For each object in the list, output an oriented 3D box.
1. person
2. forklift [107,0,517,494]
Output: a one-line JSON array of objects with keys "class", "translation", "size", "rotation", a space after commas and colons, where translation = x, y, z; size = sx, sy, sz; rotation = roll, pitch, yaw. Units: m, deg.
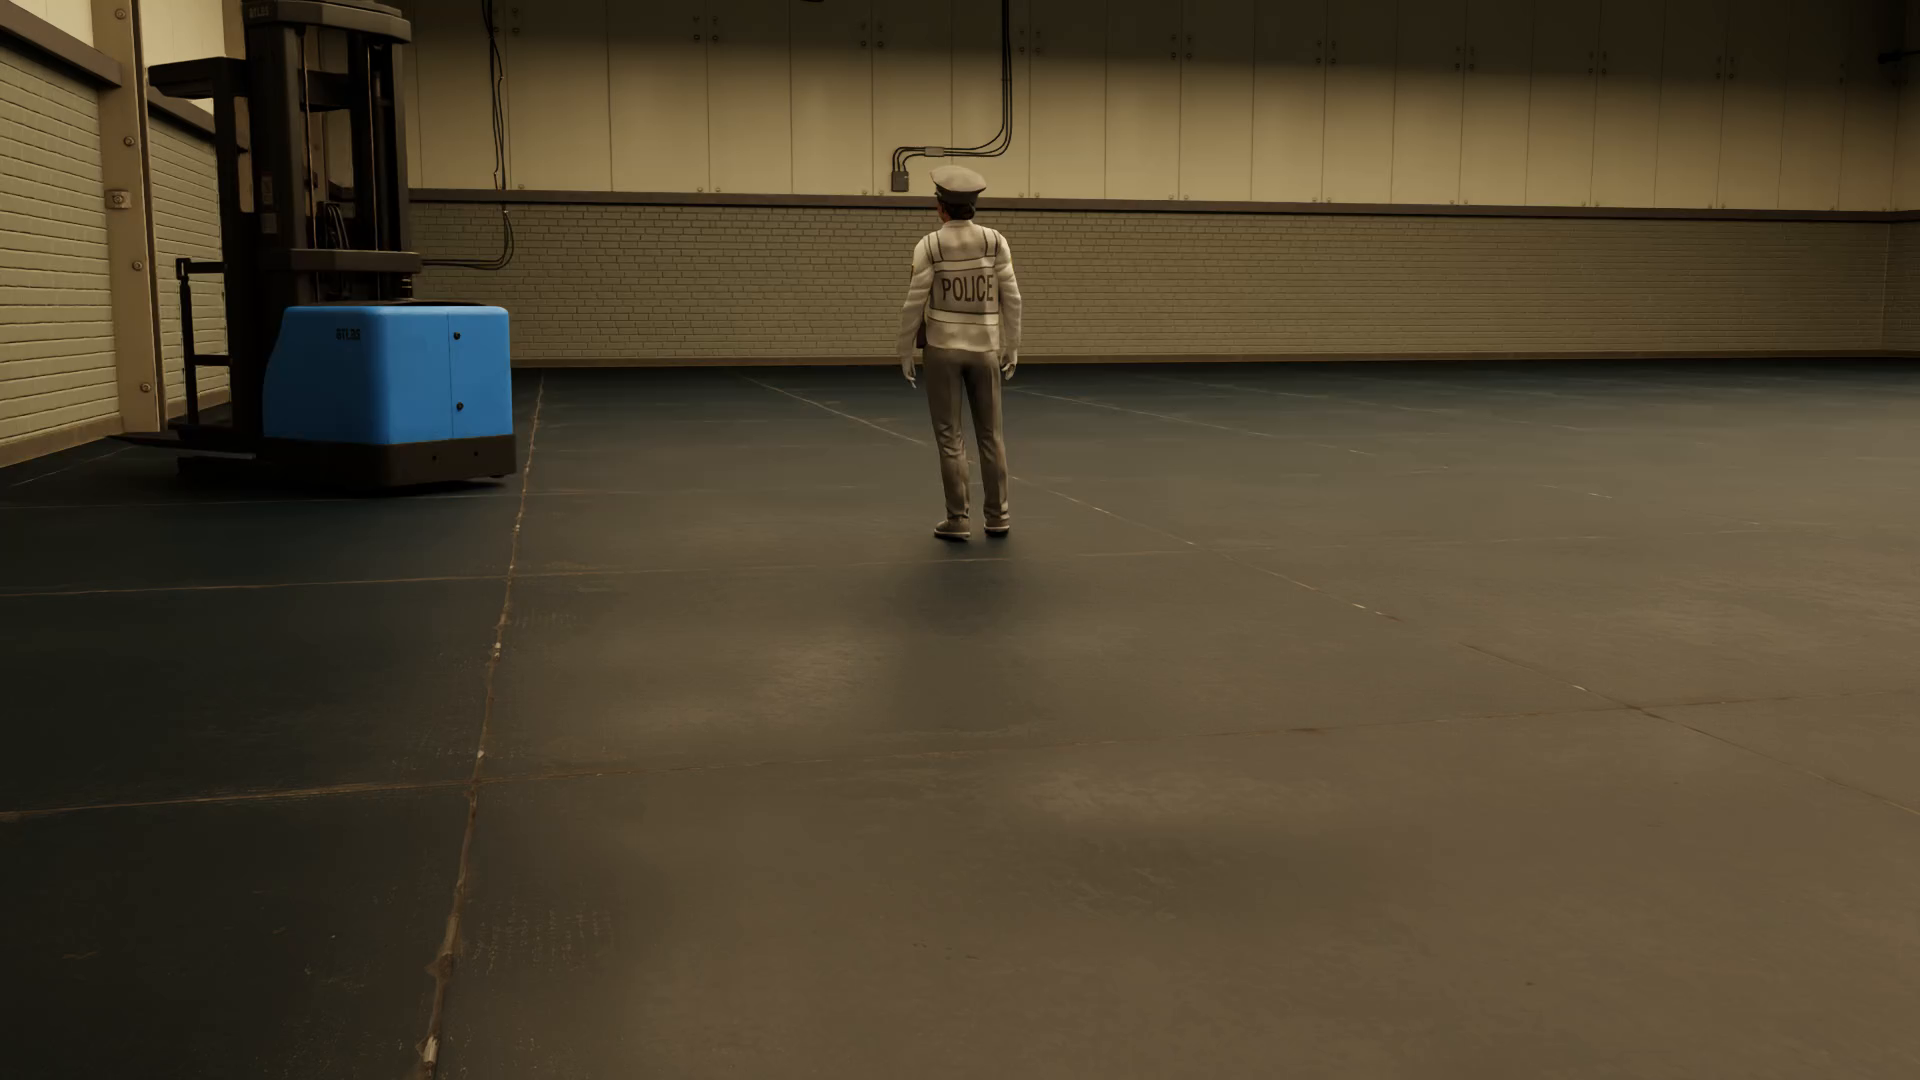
[{"class": "person", "translation": [-0.009, -0.856, 7.655], "size": [0.588, 1.696, 0.533], "rotation": [-2, 8, -13]}, {"class": "forklift", "translation": [-4.202, -1.843, 10.299], "size": [3.031, 2.935, 1.130], "rotation": [5, 9, 33]}]
